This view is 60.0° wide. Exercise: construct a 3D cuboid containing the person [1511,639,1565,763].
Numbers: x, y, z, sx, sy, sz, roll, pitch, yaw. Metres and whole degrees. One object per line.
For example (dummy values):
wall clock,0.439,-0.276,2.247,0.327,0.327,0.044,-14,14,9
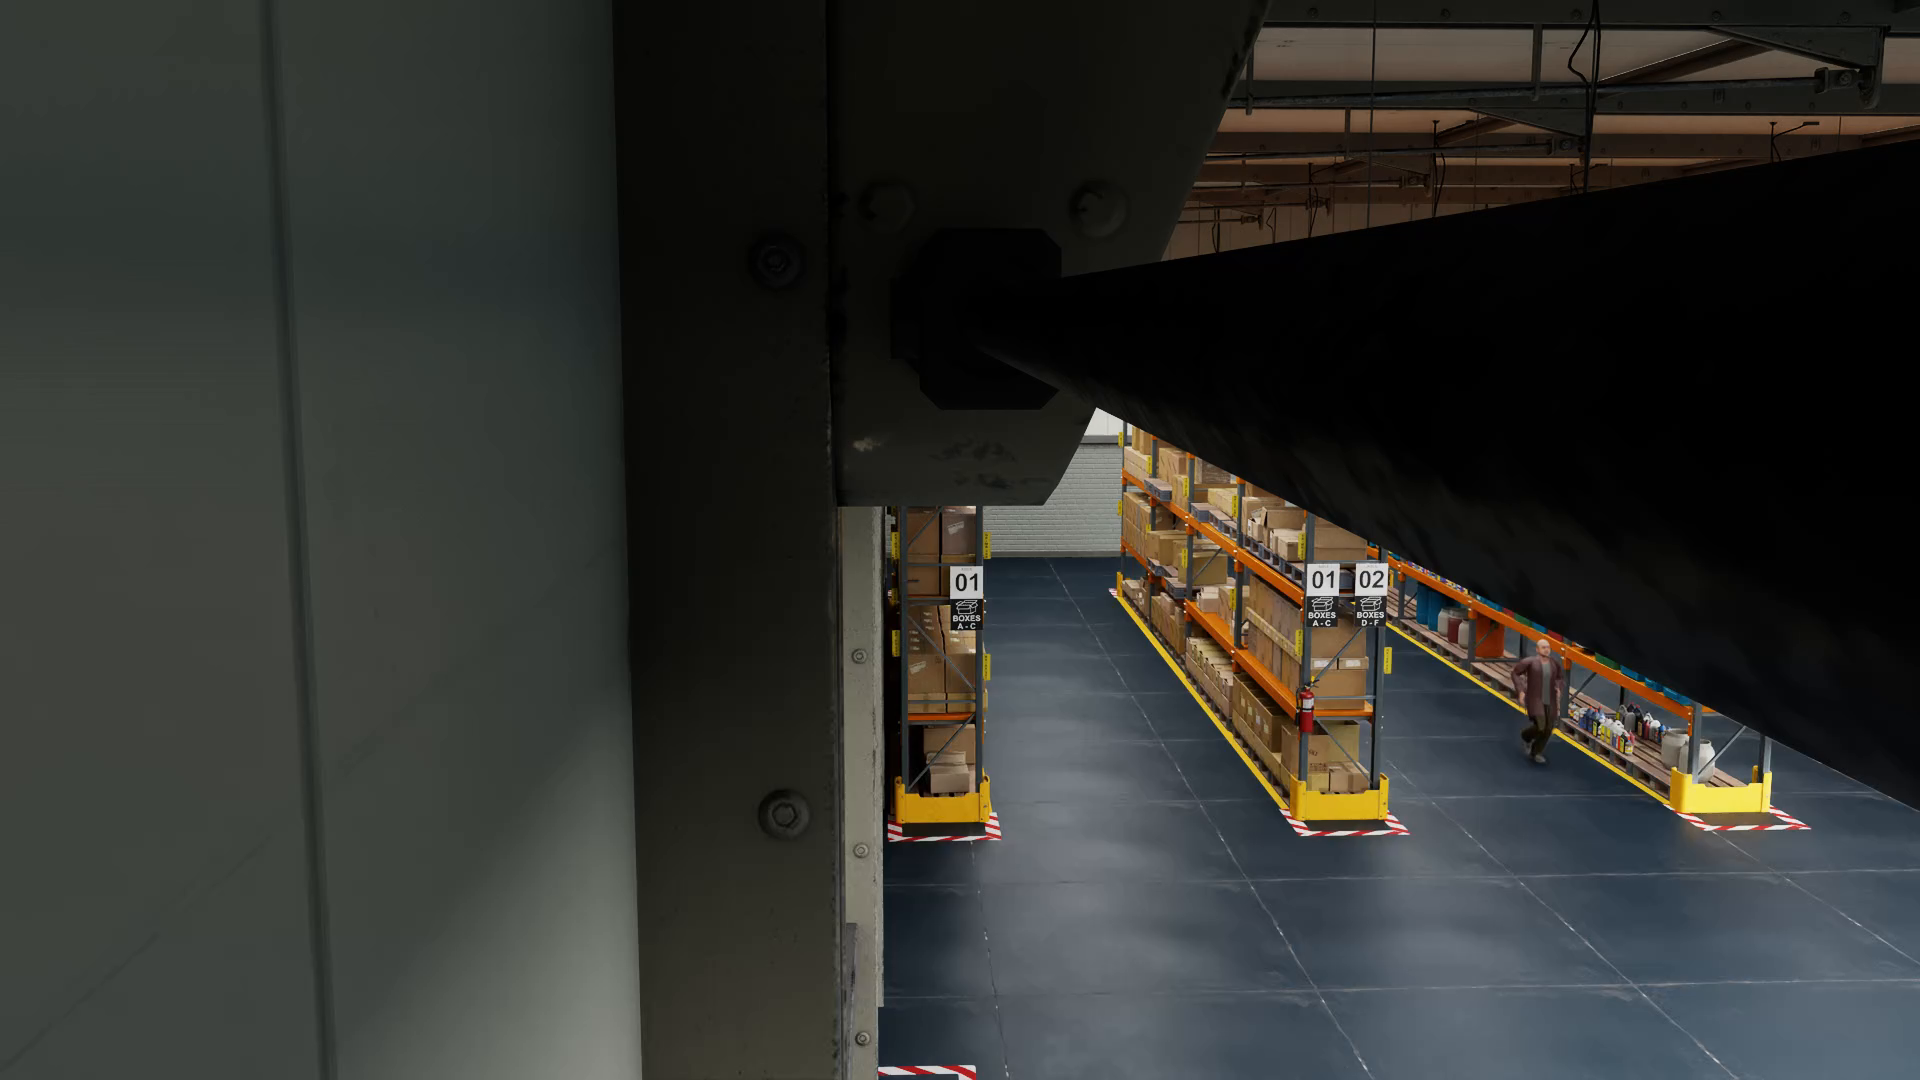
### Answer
person,8.067,2.243,23.059,0.704,1.732,0.628,-1,8,-7
